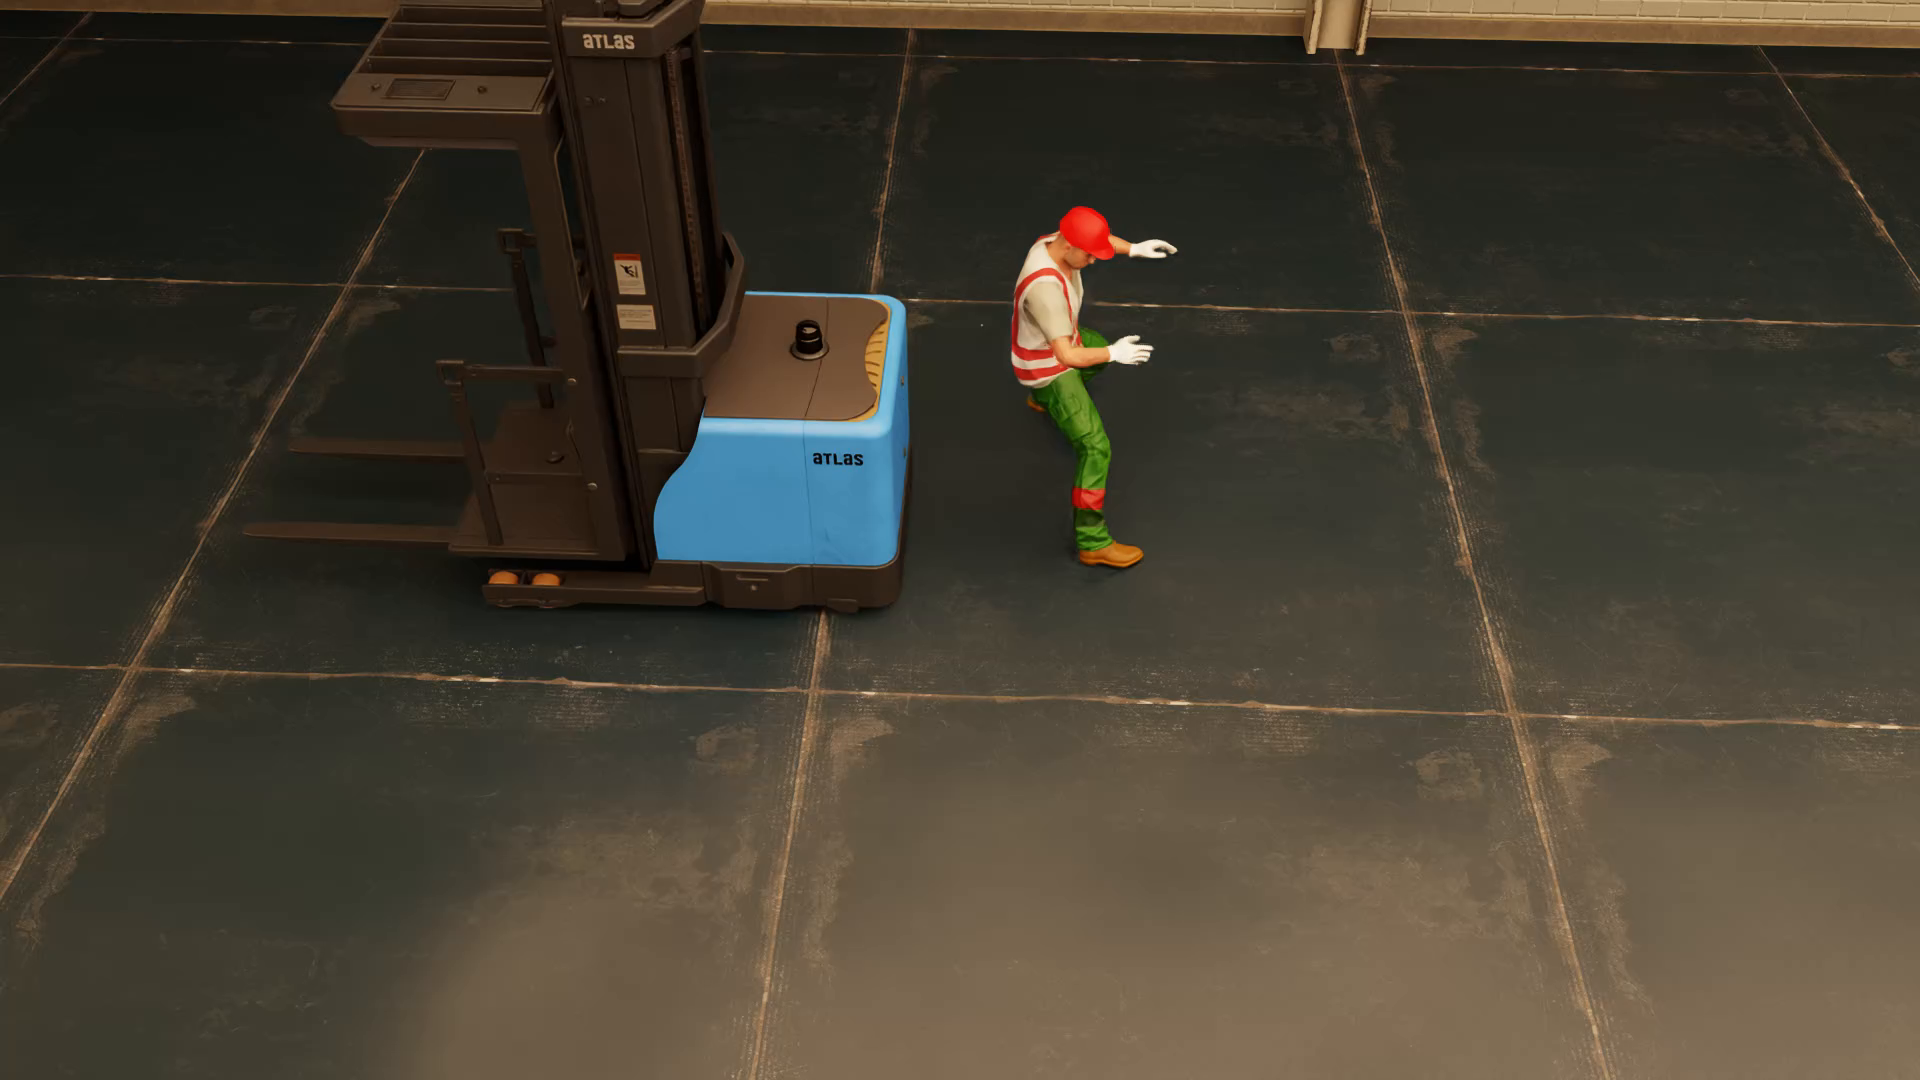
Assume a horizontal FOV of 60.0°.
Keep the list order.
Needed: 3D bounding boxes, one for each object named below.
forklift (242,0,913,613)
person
[{"bbox_3d":[-1.765,-1.125,6.975,3.031,2.935,1.130,2,42,2],"label":"forklift"},{"bbox_3d":[0.609,-0.880,7.729,0.729,1.540,1.266,8,43,9],"label":"person"}]
